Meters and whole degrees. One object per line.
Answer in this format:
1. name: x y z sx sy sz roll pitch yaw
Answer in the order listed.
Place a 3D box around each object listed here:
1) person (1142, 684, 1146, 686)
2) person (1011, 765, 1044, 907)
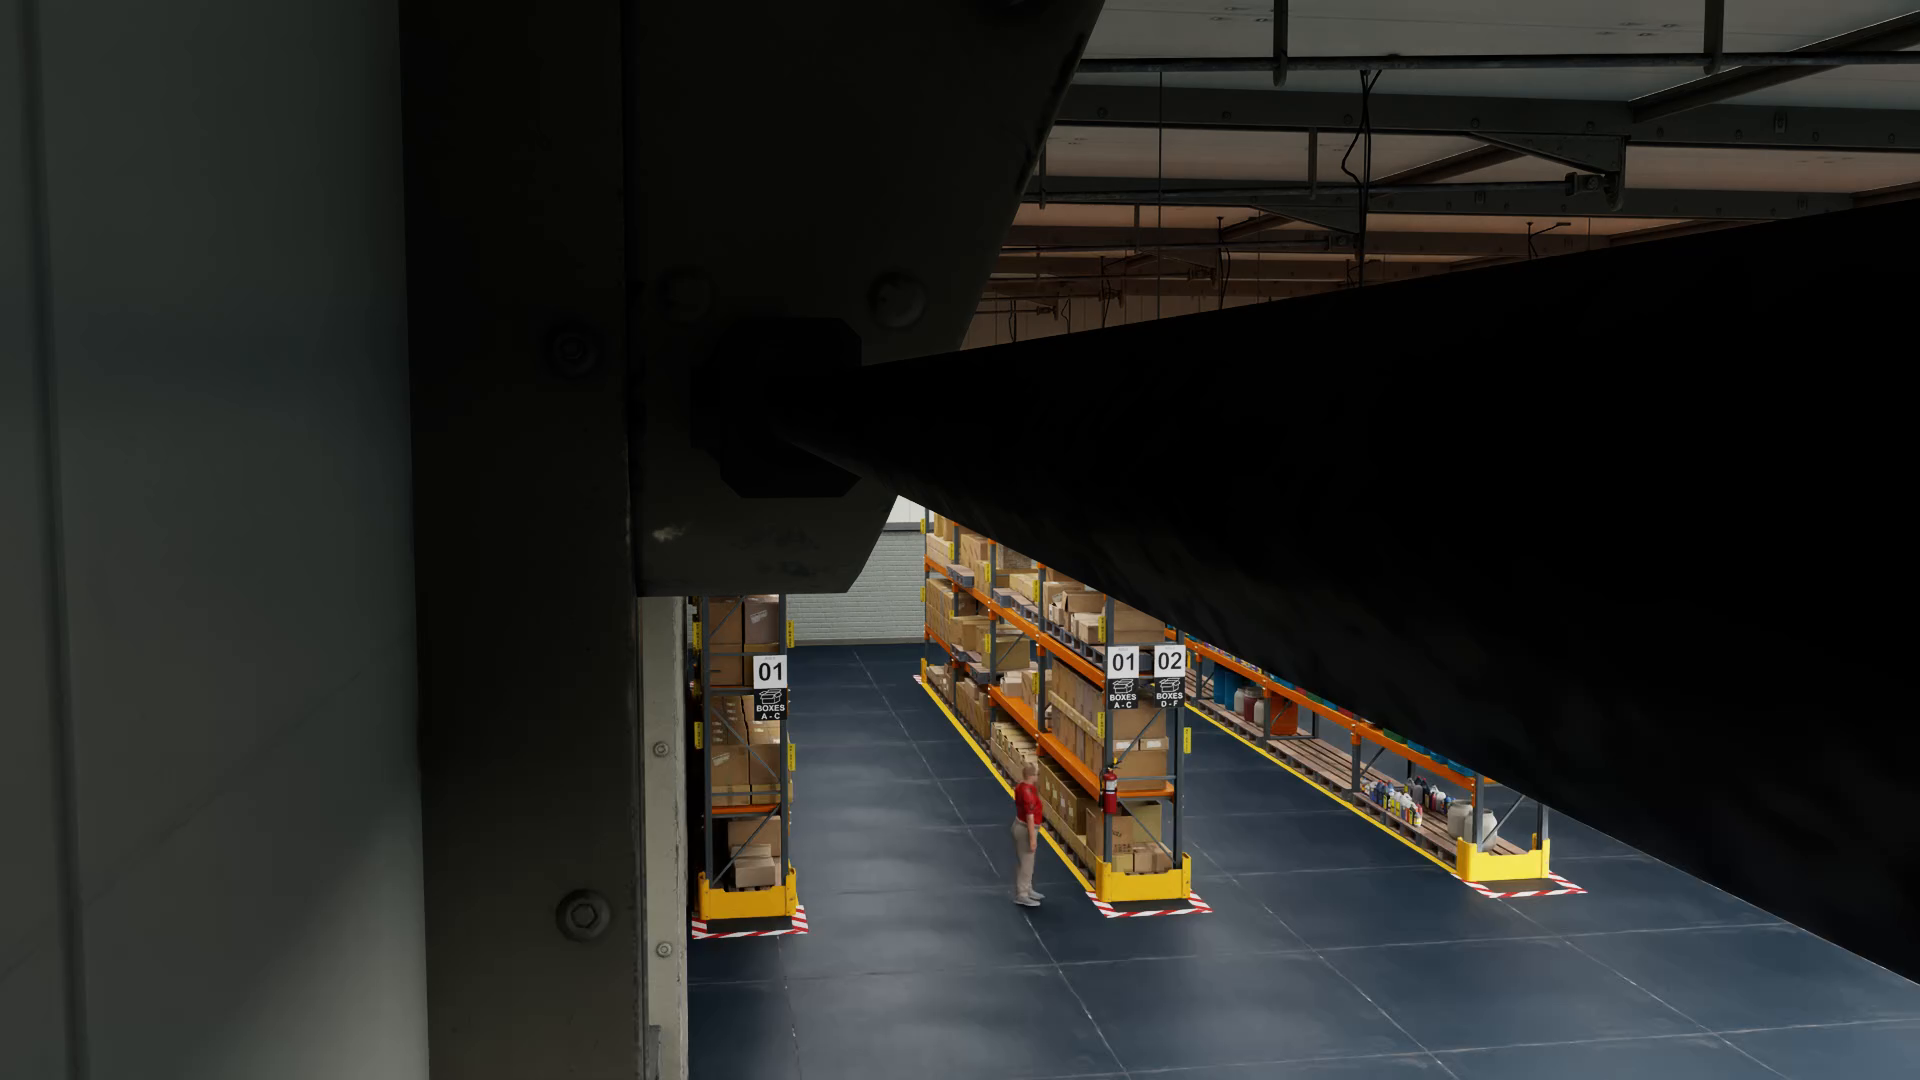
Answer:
1. person: 3.505 2.628 32.834 0.359 1.636 0.524 -2 5 -22
2. person: 0.868 3.661 20.653 0.447 1.751 0.582 -1 5 -10
